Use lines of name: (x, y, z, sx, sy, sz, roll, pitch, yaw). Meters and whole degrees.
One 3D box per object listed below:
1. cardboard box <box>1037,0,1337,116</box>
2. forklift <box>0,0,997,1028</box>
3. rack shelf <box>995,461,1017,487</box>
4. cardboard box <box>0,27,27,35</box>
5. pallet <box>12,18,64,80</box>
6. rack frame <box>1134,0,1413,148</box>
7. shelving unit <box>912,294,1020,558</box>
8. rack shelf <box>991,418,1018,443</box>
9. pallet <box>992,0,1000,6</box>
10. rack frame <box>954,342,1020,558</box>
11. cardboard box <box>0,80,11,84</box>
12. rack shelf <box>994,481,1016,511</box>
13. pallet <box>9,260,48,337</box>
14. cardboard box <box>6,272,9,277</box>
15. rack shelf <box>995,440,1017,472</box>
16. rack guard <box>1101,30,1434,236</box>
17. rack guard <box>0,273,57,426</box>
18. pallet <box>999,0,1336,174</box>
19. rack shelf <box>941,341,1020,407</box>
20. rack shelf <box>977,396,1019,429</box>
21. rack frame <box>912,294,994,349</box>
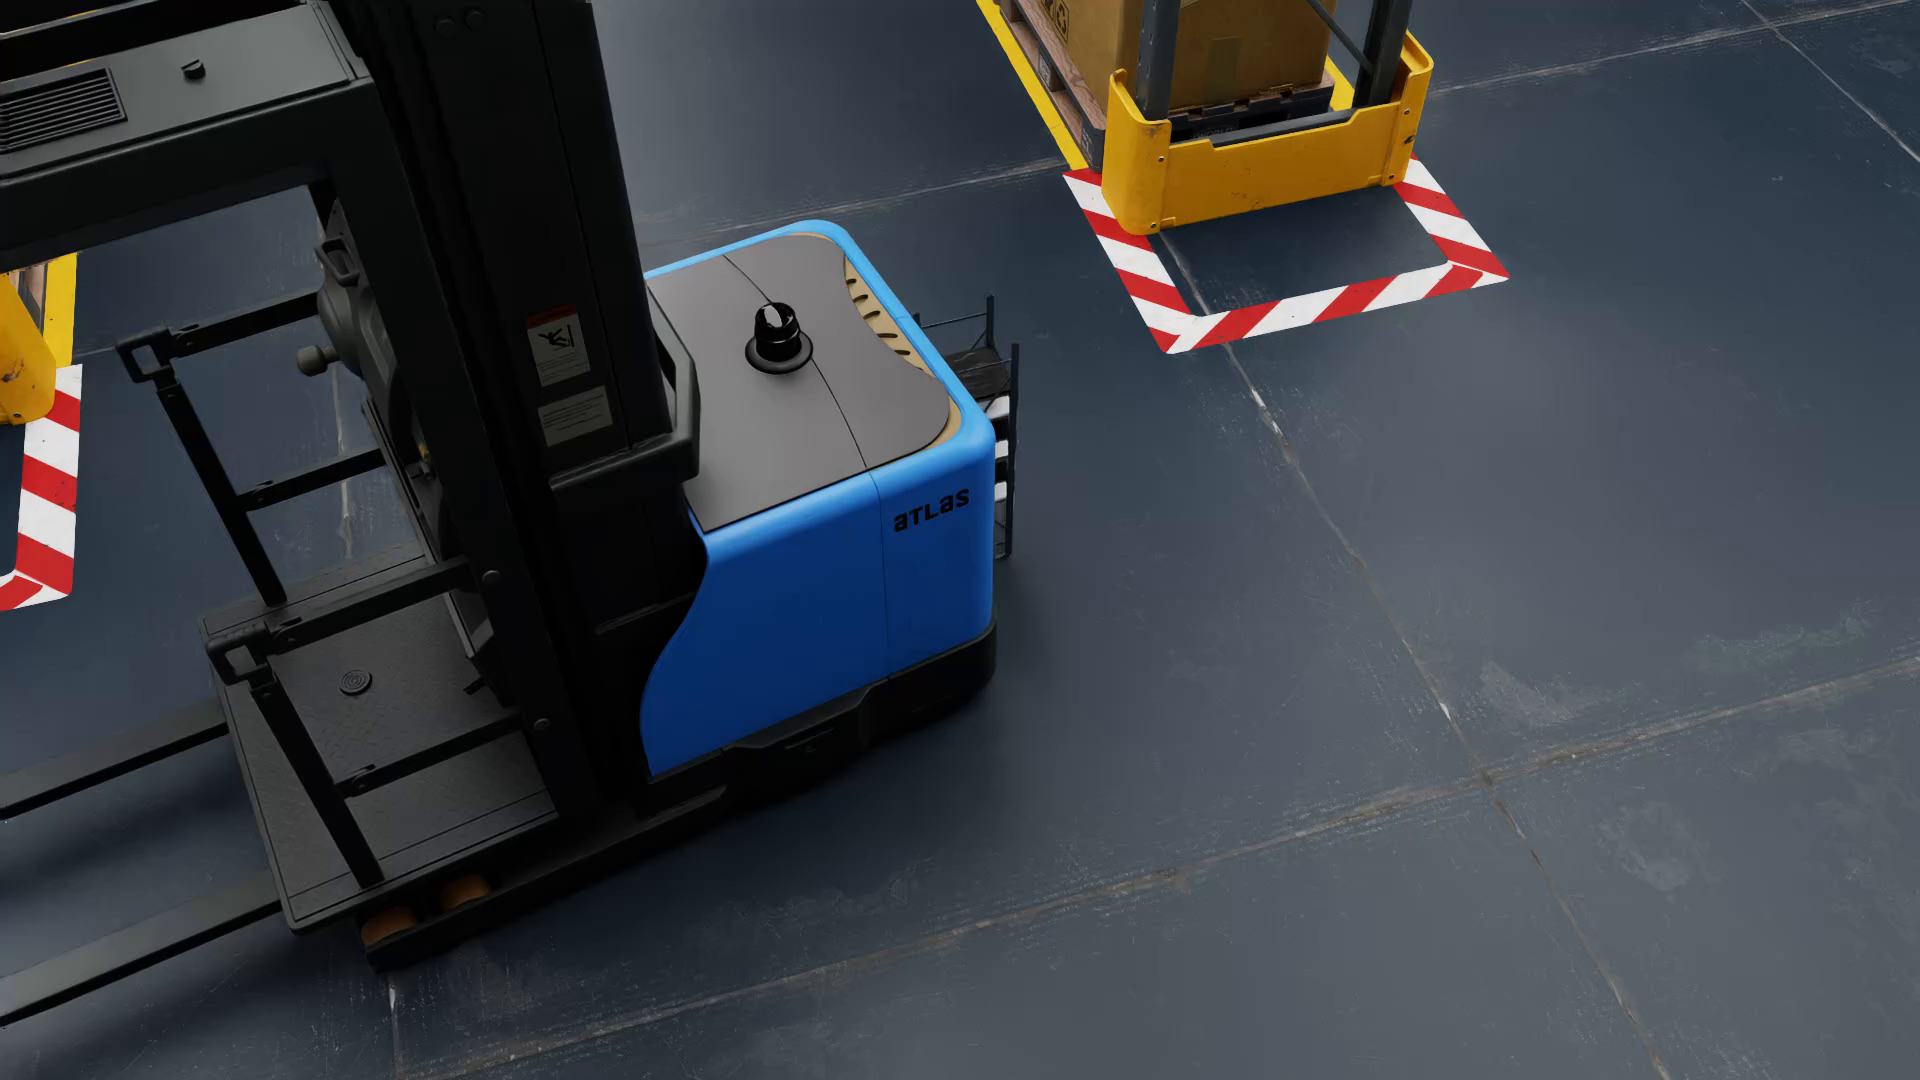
cardboard box: (0.861, -2.265, 6.312, 0.875, 0.875, 0.875, -13, 51, -11)
forklift: (-1.442, -0.310, 3.594, 3.031, 2.935, 1.130, -22, 53, -18)
rack shelf: (0.014, -0.212, 5.001, 0.258, 0.077, 0.200, -15, 51, -12)
cardboard box: (-3.854, -1.919, 6.496, 0.380, 0.149, 0.250, -16, 52, -13)
pallet: (-4.227, -1.965, 6.768, 1.003, 0.211, 1.213, -13, 51, -11)
rack frame: (1.127, -2.365, 5.282, 1.000, 3.000, 0.127, -13, 51, -11)
shelving unit: (0.014, -0.292, 4.907, 0.258, 0.900, 0.210, -15, 51, -12)
rack shelf: (0.014, -0.328, 4.864, 0.258, 0.077, 0.200, -15, 51, -12)
pallet: (0.458, -2.922, 7.575, 1.003, 0.211, 1.213, -13, 51, -11)
rack frame: (0.047, -0.218, 4.845, 0.240, 0.900, 0.006, -15, 51, -12)
cardboard box: (-3.707, -1.654, 6.078, 0.380, 0.149, 0.250, -12, 51, -10)
rack shelf: (0.014, -0.154, 5.070, 0.258, 0.077, 0.200, -15, 51, -12)
pallet: (-3.870, -1.075, 6.019, 1.003, 0.211, 1.213, -13, 51, -11)
cardboard box: (-3.490, -0.989, 5.712, 0.380, 0.149, 0.250, -12, 51, -10)
rack shelf: (0.014, -0.270, 4.933, 0.258, 0.077, 0.200, -15, 51, -12)
rack guard: (1.134, -1.542, 6.223, 1.175, 0.500, 0.348, -13, 51, -11)
rack guard: (-3.664, -0.567, 5.401, 1.175, 0.500, 0.348, -13, 51, -11)
pallet: (0.816, -2.032, 6.825, 1.003, 0.211, 1.213, -13, 51, -11)
rack shelf: (0.015, -0.444, 4.726, 0.258, 0.077, 0.200, -15, 51, -12)
rack shelf: (0.014, -0.386, 4.795, 0.258, 0.077, 0.200, -15, 51, -12)
rack frame: (-0.019, -0.365, 4.969, 0.240, 0.900, 0.006, -15, 51, -12)
